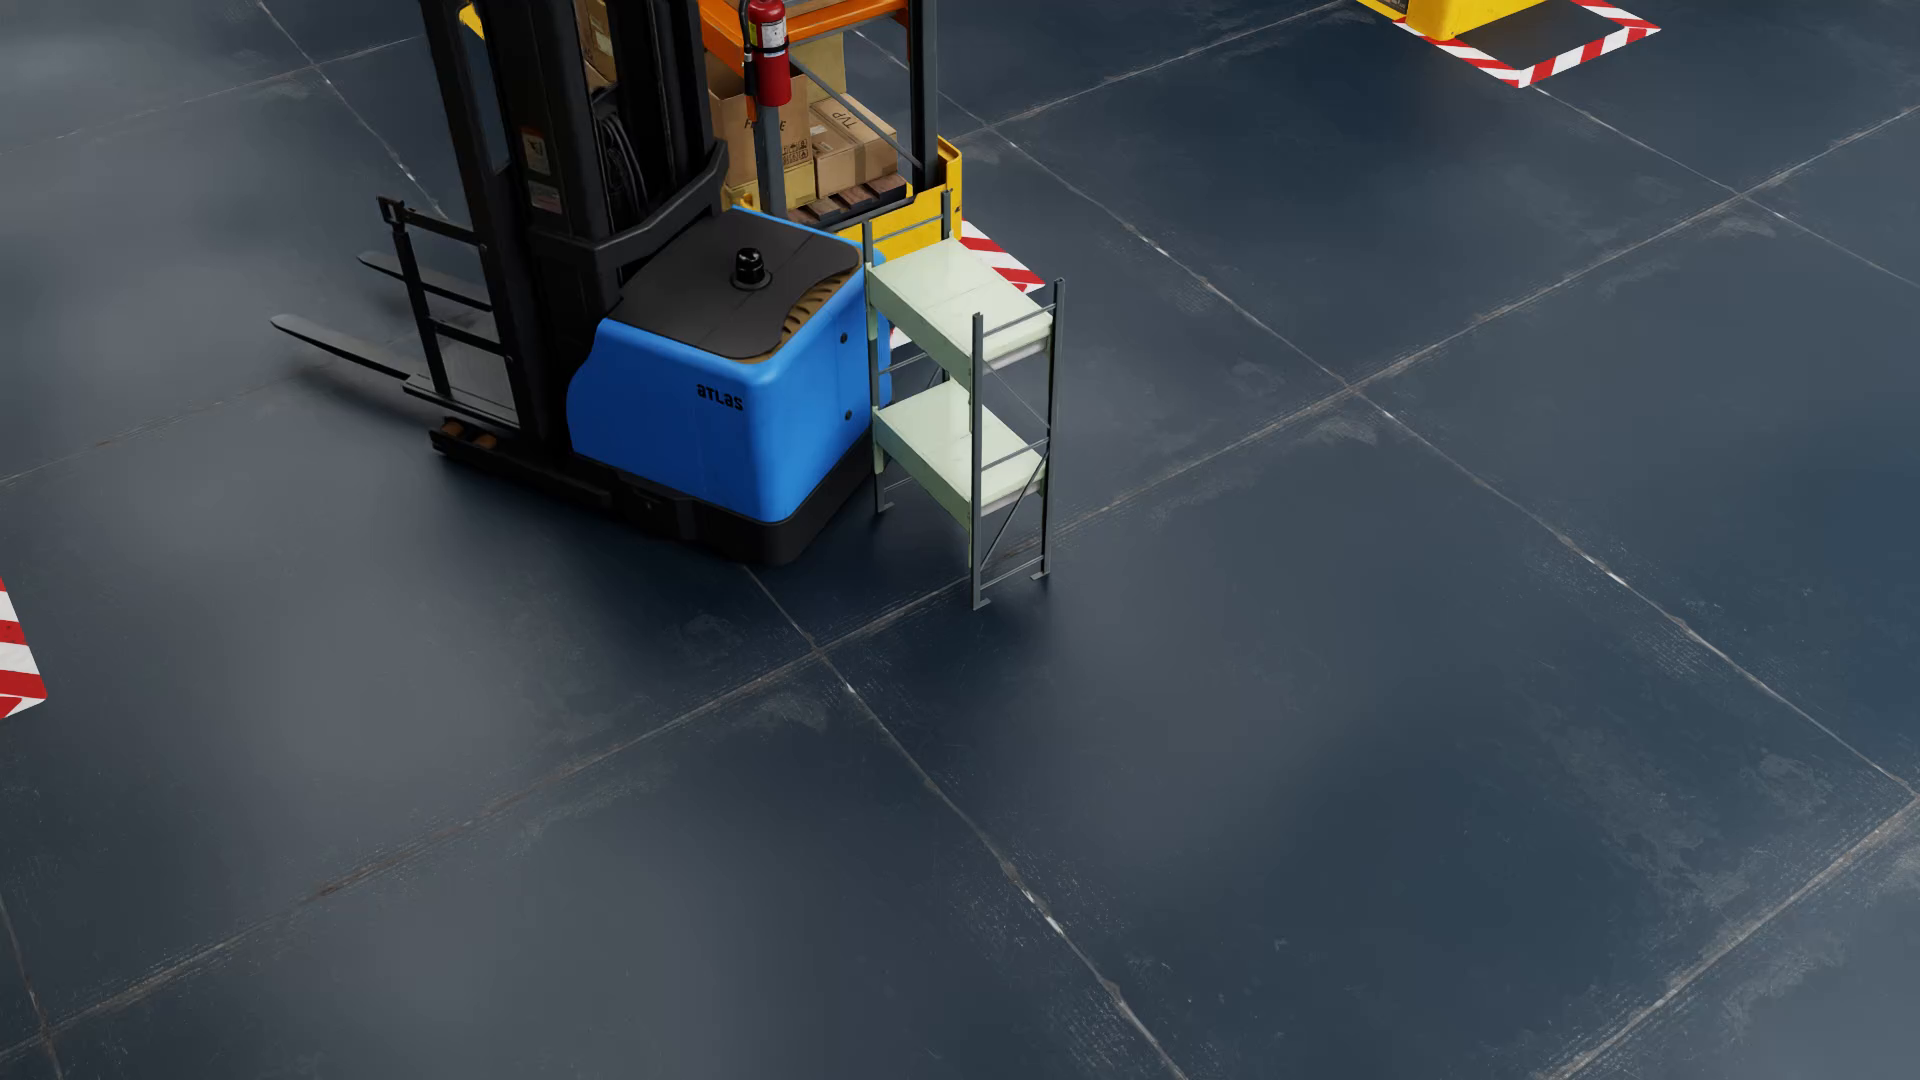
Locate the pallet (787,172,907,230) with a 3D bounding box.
[{"bbox_3d":[-1.029,-1.993,9.176,1.003,0.211,1.213,-26,49,-24],"label":"pallet"}]

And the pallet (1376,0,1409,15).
[{"bbox_3d":[2.965,-4.018,11.297,1.003,0.211,1.213,-26,49,-24],"label":"pallet"}]

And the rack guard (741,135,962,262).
[{"bbox_3d":[-0.543,-1.667,8.625,1.175,0.500,0.348,-26,49,-24],"label":"rack guard"}]

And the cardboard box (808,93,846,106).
[{"bbox_3d":[-0.971,-2.416,9.286,0.500,0.250,0.500,-26,49,-24],"label":"cardboard box"}]

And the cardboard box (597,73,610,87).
[{"bbox_3d":[-1.690,-2.490,9.364,0.500,0.250,0.500,-26,49,-24],"label":"cardboard box"}]

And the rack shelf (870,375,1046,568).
[{"bbox_3d":[0.004,-0.303,6.944,0.431,0.370,0.720,-26,49,-24],"label":"rack shelf"}]

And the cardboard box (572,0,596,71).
[{"bbox_3d":[-1.977,-3.044,9.401,0.500,0.500,0.500,-26,49,-24],"label":"cardboard box"}]

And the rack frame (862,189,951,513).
[{"bbox_3d":[-0.206,-0.746,6.936,0.400,1.500,0.023,-26,49,-24],"label":"rack frame"}]

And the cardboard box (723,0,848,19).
[{"bbox_3d":[-0.814,-2.891,8.024,0.700,0.500,0.500,-26,49,-24],"label":"cardboard box"}]

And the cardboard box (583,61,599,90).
[{"bbox_3d":[-1.974,-2.774,9.662,0.500,0.250,0.500,-26,49,-24],"label":"cardboard box"}]

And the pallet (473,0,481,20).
[{"bbox_3d":[-2.425,-3.375,10.623,1.003,0.211,1.213,-26,49,-24],"label":"pallet"}]

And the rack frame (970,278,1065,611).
[{"bbox_3d":[0.213,-0.331,6.502,0.400,1.500,0.023,-26,49,-24],"label":"rack frame"}]

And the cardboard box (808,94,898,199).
[{"bbox_3d":[-0.682,-2.134,8.991,0.500,0.250,0.500,-26,49,-24],"label":"cardboard box"}]

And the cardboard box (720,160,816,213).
[{"bbox_3d":[-1.106,-1.929,8.777,0.500,0.250,0.500,-26,49,-24],"label":"cardboard box"}]

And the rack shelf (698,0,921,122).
[{"bbox_3d":[-1.701,-3.458,9.211,1.077,0.370,4.000,-26,49,-24],"label":"rack shelf"}]

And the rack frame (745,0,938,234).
[{"bbox_3d":[-0.557,-2.585,7.777,1.000,3.000,0.127,-26,49,-24],"label":"rack frame"}]

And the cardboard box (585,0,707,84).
[{"bbox_3d":[-1.692,-2.760,9.104,0.500,0.500,0.500,-26,49,-24],"label":"cardboard box"}]

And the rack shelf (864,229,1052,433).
[{"bbox_3d":[0.004,-0.821,6.450,0.431,0.370,0.720,-26,49,-24],"label":"rack shelf"}]

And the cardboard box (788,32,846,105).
[{"bbox_3d":[-0.969,-2.688,9.028,0.500,0.500,0.500,-26,49,-24],"label":"cardboard box"}]

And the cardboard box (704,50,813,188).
[{"bbox_3d":[-1.108,-2.200,8.517,0.500,0.500,0.500,-26,49,-24],"label":"cardboard box"}]

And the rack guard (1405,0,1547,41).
[{"bbox_3d":[3.426,-3.660,10.713,1.175,0.500,0.348,-26,49,-24],"label":"rack guard"}]

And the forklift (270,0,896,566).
[{"bbox_3d":[-1.838,-1.677,6.875,3.031,2.935,1.130,20,47,20],"label":"forklift"}]

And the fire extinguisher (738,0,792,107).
[{"bbox_3d":[-0.871,-2.307,7.541,0.296,0.674,0.183,-26,49,-24],"label":"fire extinguisher"}]

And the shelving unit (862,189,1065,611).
[{"bbox_3d":[0.004,-0.539,6.719,0.431,1.500,0.755,-26,49,-24],"label":"shelving unit"}]
